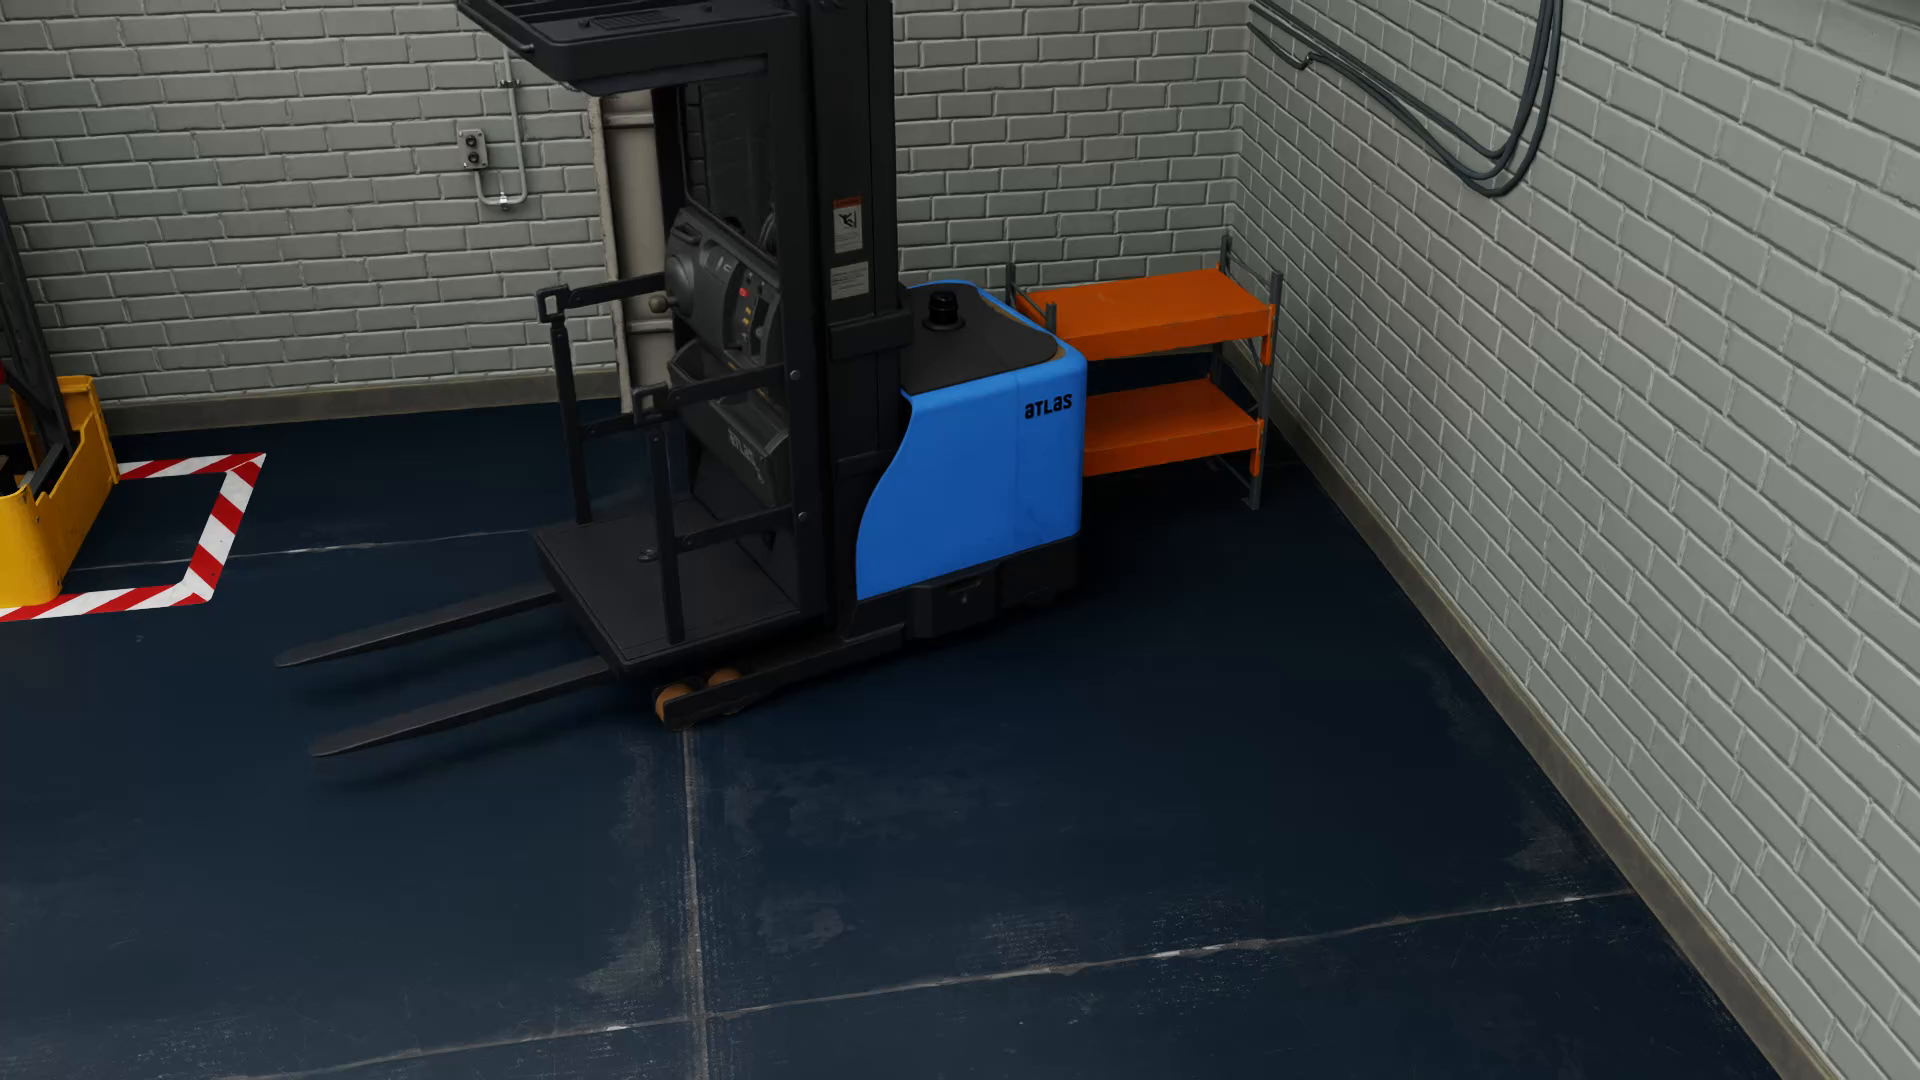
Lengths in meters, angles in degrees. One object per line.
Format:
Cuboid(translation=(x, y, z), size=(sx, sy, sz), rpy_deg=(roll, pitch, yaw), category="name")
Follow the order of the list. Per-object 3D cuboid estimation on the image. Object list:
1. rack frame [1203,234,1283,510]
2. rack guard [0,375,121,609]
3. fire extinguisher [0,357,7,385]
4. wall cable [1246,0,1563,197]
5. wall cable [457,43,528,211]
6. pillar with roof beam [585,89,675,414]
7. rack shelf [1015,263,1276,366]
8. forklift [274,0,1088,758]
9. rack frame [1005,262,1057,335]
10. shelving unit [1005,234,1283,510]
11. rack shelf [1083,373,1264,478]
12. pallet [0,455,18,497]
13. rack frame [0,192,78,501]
Cuboid(translation=(1.248, -0.740, 7.398), size=(0.032, 1.125, 0.500), rpy_deg=(-10, 32, -17), category="rack frame")
Cuboid(translation=(-3.984, -0.230, 7.148), size=(0.348, 0.500, 1.175), rpy_deg=(-5, 31, -9), category="rack guard")
Cuboid(translation=(-3.776, -0.895, 6.257), size=(0.183, 0.674, 0.296), rpy_deg=(-5, 31, -9), category="fire extinguisher")
Cuboid(translation=(1.620, -2.891, 6.352), size=(0.112, 2.526, 3.097), rpy_deg=(-5, 31, -9), category="wall cable")
Cuboid(translation=(-2.918, -2.332, 7.254), size=(1.851, 1.984, 0.084), rpy_deg=(-5, 31, -9), category="wall cable")
Cuboid(translation=(-0.732, -2.423, 2.493), size=(0.400, 9.000, 9.100), rpy_deg=(-5, 31, -9), category="pillar with roof beam")
Cuboid(translation=(0.769, -0.906, 7.104), size=(1.000, 0.278, 0.538), rpy_deg=(-10, 32, -17), category="rack shelf")
Cuboid(translation=(-1.030, -0.876, 5.848), size=(3.031, 2.935, 1.130), rpy_deg=(-16, 34, -26), category="forklift")
Cuboid(translation=(0.289, -0.569, 7.107), size=(0.032, 1.125, 0.500), rpy_deg=(-10, 32, -17), category="rack frame")
Cuboid(translation=(0.769, -0.654, 7.253), size=(1.048, 1.125, 0.538), rpy_deg=(-10, 32, -17), category="shelving unit")
Cuboid(translation=(0.769, -0.443, 7.377), size=(1.000, 0.278, 0.538), rpy_deg=(-10, 32, -17), category="rack shelf")
Cuboid(translation=(-4.780, 0.009, 7.027), size=(1.213, 0.211, 1.003), rpy_deg=(-5, 31, -9), category="pallet")
Cuboid(translation=(-4.008, -1.305, 6.511), size=(0.127, 3.000, 1.000), rpy_deg=(-5, 31, -9), category="rack frame")
